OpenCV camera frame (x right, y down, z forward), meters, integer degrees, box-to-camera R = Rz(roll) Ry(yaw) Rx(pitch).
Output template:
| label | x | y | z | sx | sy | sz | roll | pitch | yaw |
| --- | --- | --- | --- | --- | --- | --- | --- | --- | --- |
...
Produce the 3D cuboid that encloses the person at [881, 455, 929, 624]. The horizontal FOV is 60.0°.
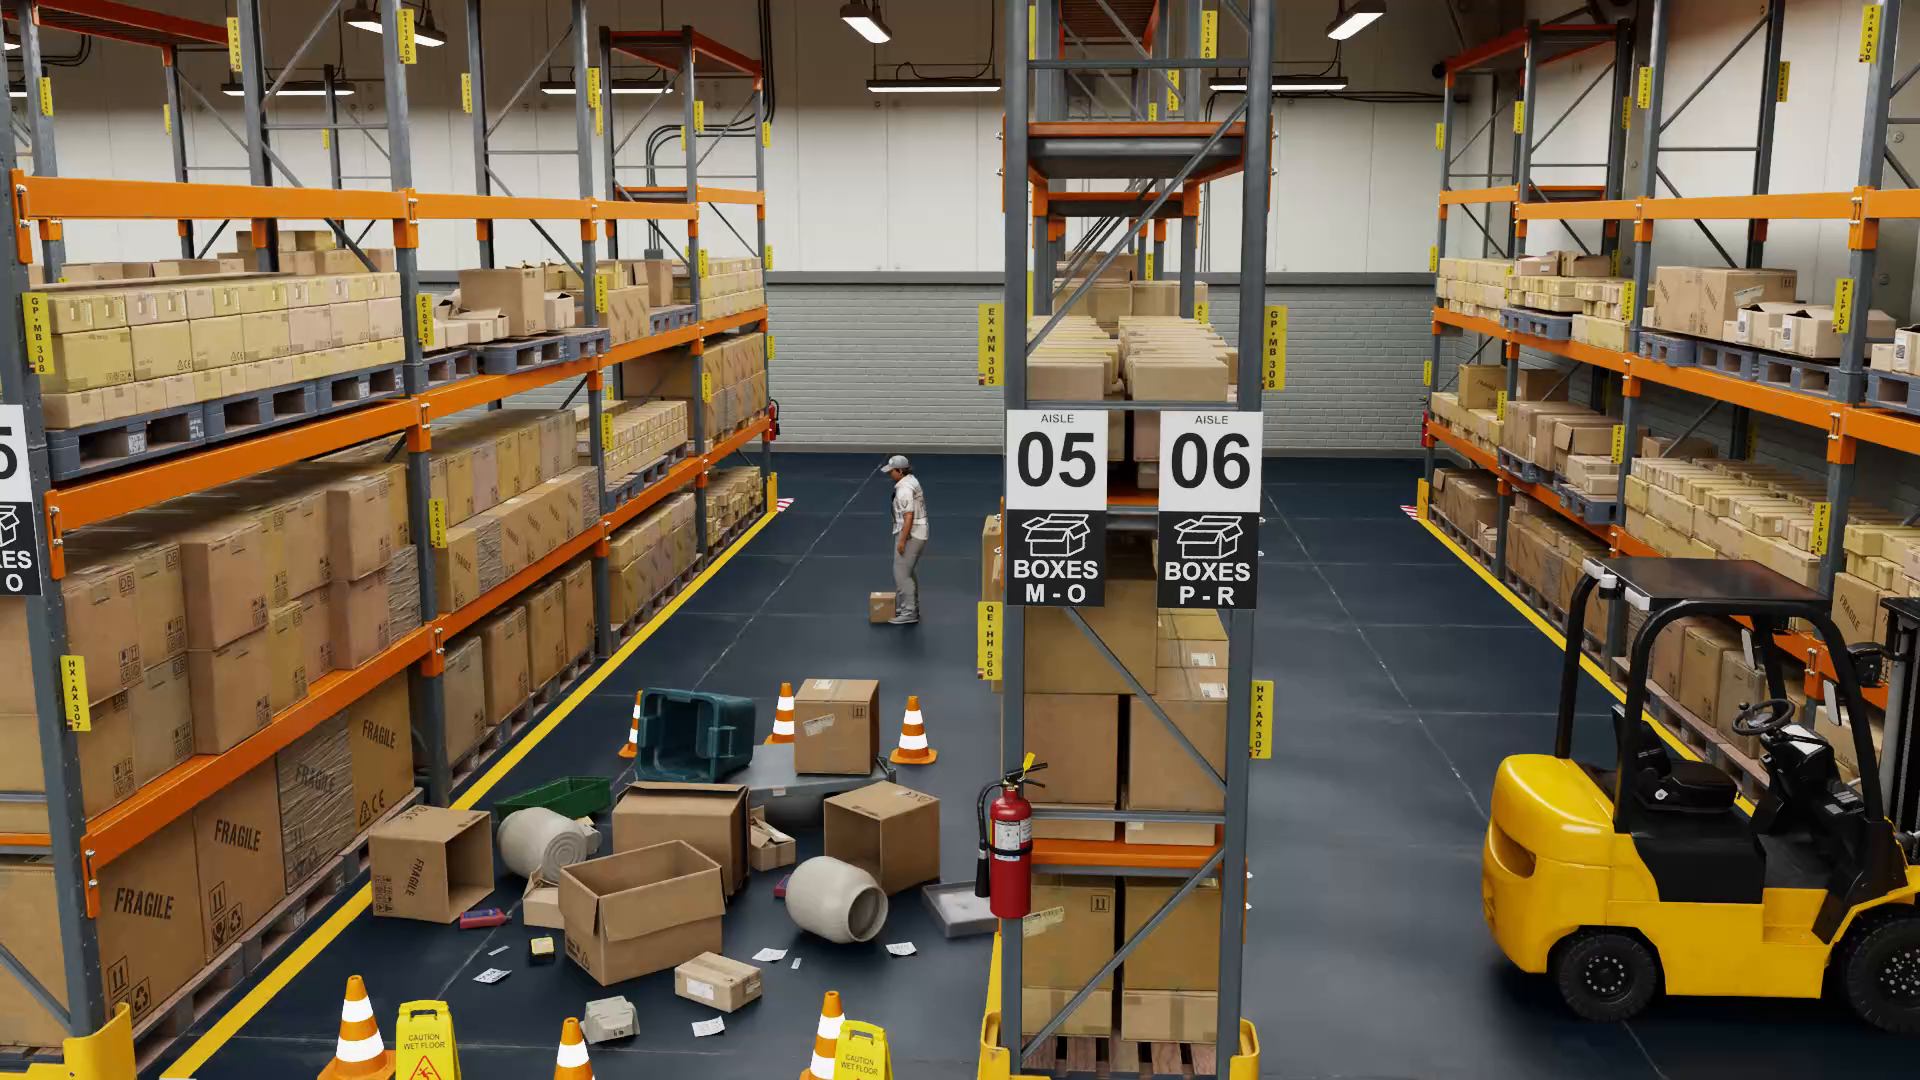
| label | x | y | z | sx | sy | sz | roll | pitch | yaw |
| --- | --- | --- | --- | --- | --- | --- | --- | --- | --- |
| person | -0.543 | -0.019 | 16.510 | 0.468 | 1.665 | 0.537 | 1 | 11 | 3 |
